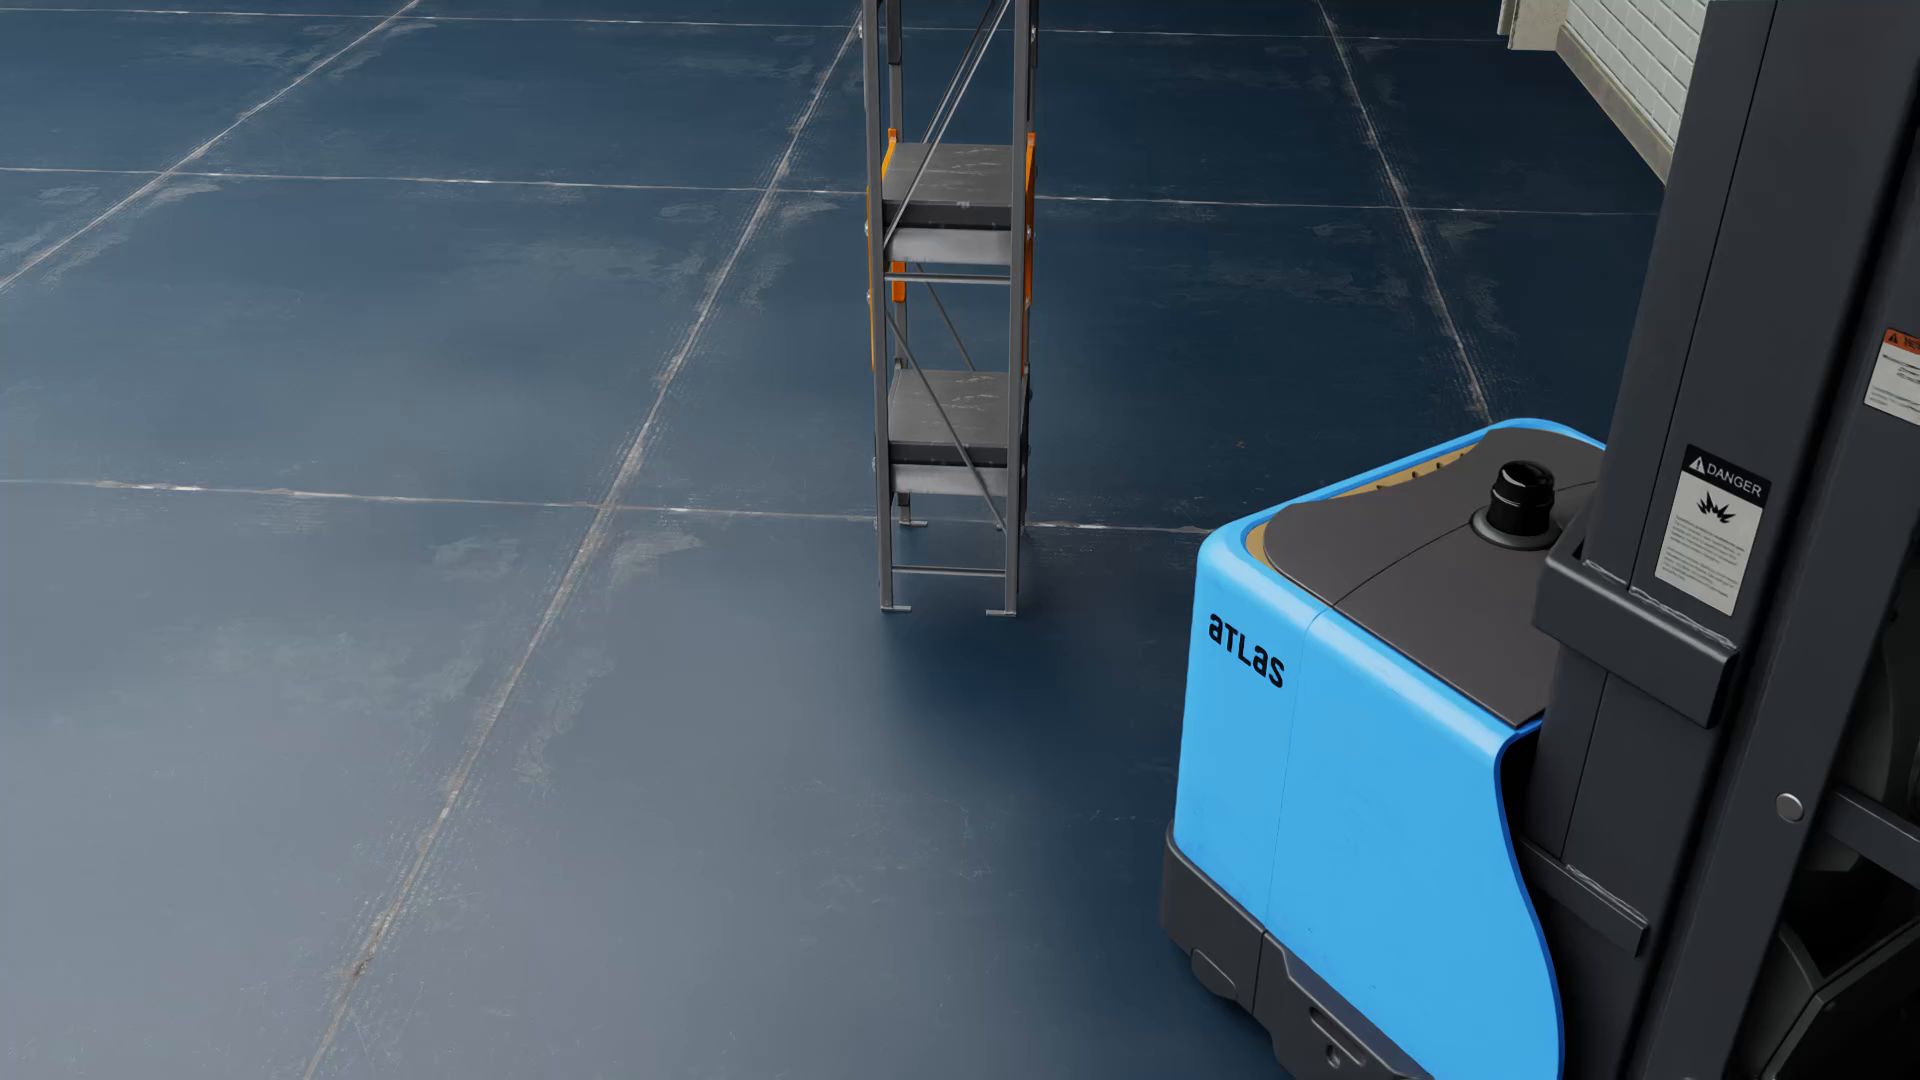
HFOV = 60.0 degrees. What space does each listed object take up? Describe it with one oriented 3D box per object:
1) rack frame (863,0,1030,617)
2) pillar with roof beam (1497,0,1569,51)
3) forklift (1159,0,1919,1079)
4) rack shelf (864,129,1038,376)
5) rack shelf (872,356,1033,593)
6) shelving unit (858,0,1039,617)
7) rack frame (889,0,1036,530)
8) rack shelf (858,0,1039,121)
[{"bbox_3d":[-0.033,-0.680,4.352,0.400,2.100,0.015,2,32,4],"label":"rack frame"},{"bbox_3d":[-0.794,-7.083,8.166,9.100,9.000,0.400,2,32,4],"label":"pillar with roof beam"},{"bbox_3d":[1.675,0.160,2.196,1.130,2.935,3.031,-19,36,-28],"label":"forklift"},{"bbox_3d":[-0.013,-0.796,4.566,0.431,0.518,0.480,2,32,4],"label":"rack shelf"},{"bbox_3d":[-0.013,-0.200,4.933,0.431,0.518,0.480,2,32,4],"label":"rack shelf"},{"bbox_3d":[-0.013,-0.807,4.559,0.431,2.100,0.503,2,32,4],"label":"shelving unit"},{"bbox_3d":[0.006,-0.935,4.766,0.400,2.100,0.015,2,32,4],"label":"rack frame"},{"bbox_3d":[-0.014,-1.392,4.199,0.431,0.518,0.480,2,32,4],"label":"rack shelf"}]
